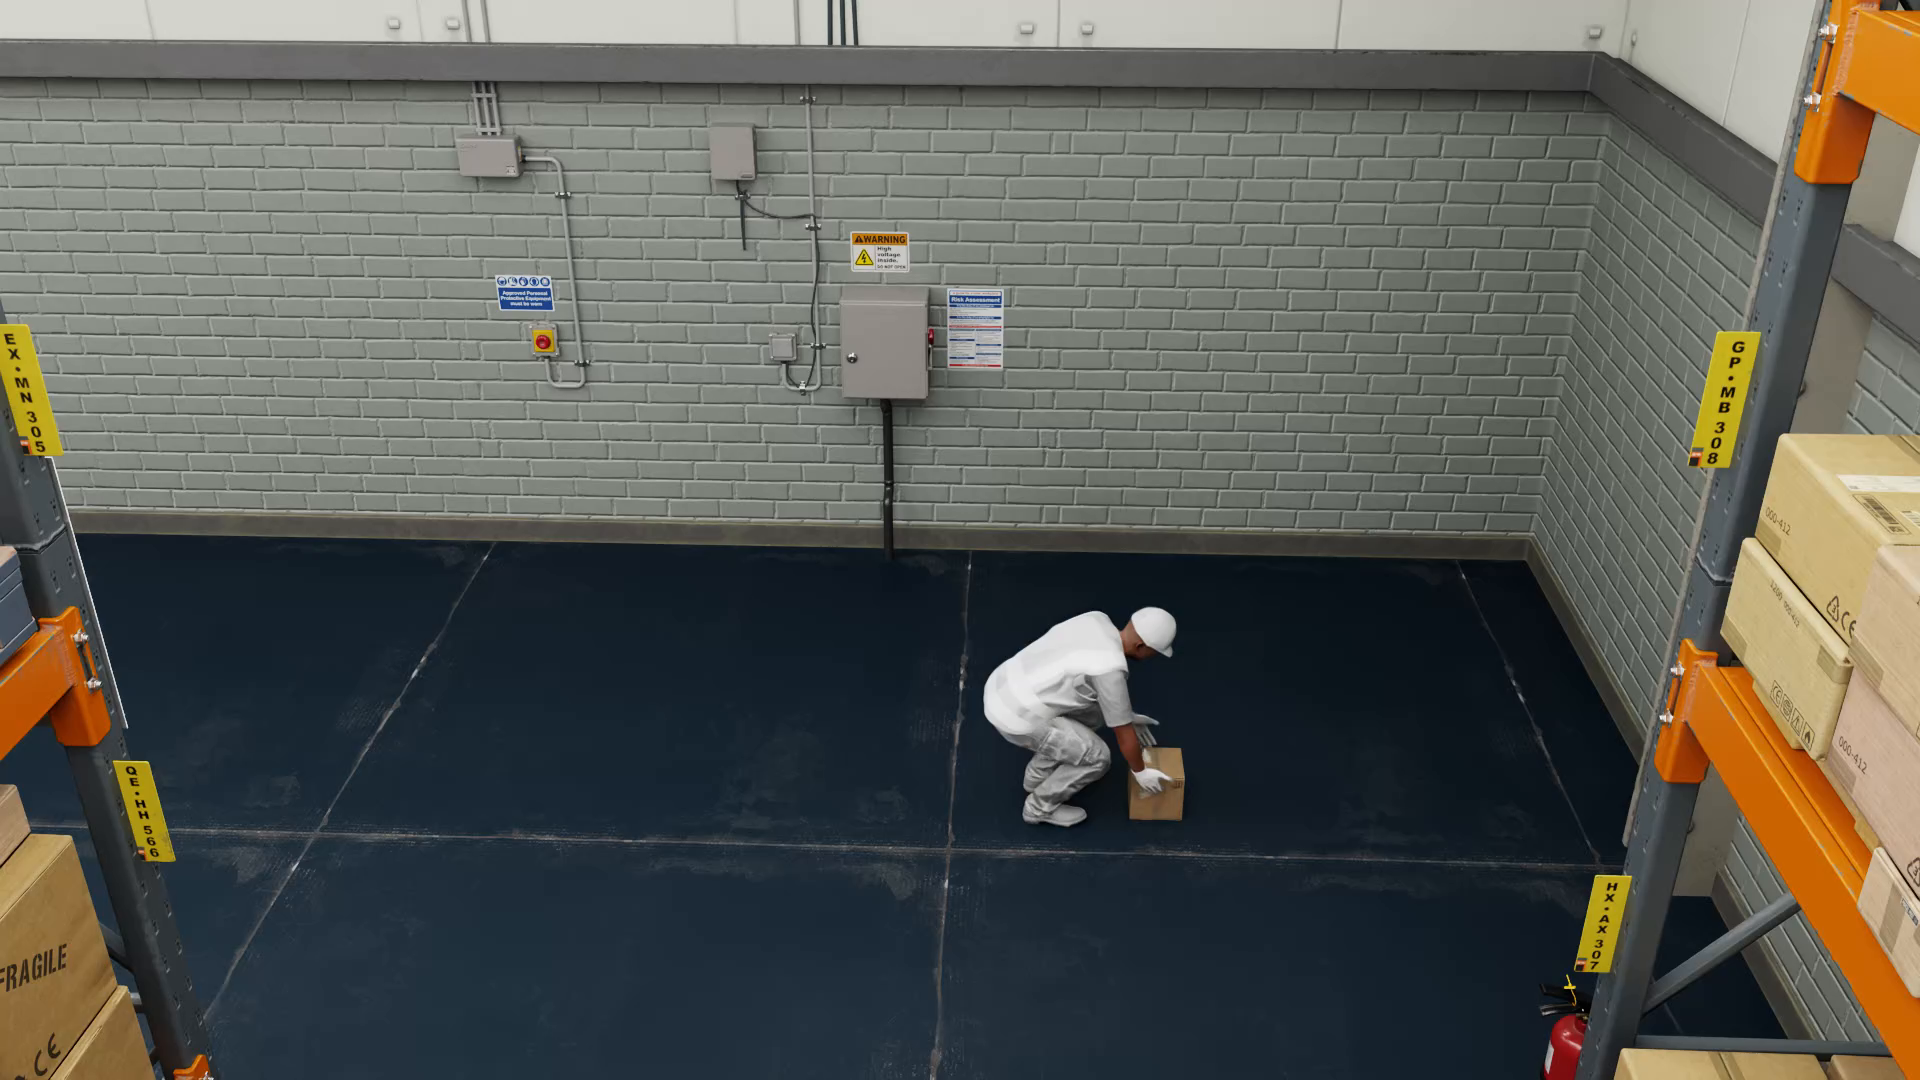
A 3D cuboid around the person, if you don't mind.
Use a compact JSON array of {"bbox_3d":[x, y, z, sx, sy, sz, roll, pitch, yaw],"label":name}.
[{"bbox_3d":[0.614,0.941,7.926,0.929,0.878,0.574,1,28,2],"label":"person"}]
